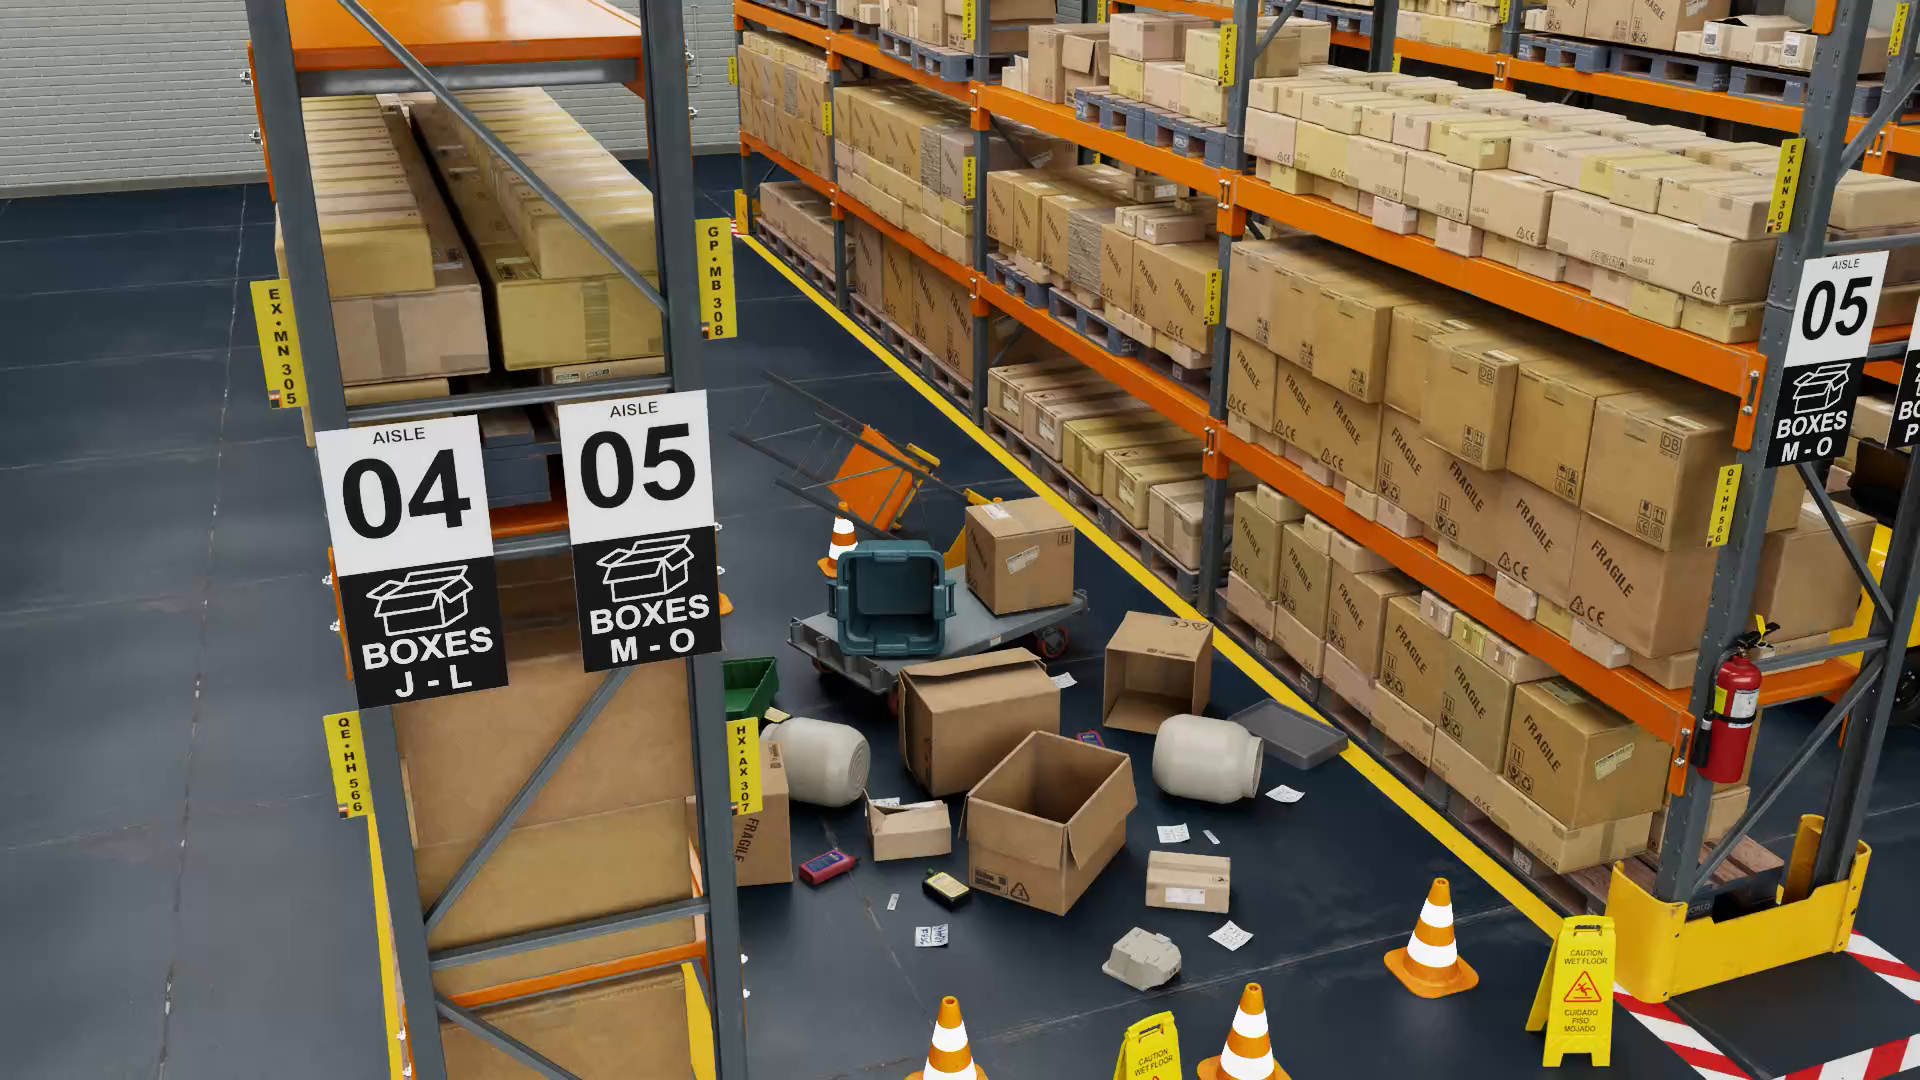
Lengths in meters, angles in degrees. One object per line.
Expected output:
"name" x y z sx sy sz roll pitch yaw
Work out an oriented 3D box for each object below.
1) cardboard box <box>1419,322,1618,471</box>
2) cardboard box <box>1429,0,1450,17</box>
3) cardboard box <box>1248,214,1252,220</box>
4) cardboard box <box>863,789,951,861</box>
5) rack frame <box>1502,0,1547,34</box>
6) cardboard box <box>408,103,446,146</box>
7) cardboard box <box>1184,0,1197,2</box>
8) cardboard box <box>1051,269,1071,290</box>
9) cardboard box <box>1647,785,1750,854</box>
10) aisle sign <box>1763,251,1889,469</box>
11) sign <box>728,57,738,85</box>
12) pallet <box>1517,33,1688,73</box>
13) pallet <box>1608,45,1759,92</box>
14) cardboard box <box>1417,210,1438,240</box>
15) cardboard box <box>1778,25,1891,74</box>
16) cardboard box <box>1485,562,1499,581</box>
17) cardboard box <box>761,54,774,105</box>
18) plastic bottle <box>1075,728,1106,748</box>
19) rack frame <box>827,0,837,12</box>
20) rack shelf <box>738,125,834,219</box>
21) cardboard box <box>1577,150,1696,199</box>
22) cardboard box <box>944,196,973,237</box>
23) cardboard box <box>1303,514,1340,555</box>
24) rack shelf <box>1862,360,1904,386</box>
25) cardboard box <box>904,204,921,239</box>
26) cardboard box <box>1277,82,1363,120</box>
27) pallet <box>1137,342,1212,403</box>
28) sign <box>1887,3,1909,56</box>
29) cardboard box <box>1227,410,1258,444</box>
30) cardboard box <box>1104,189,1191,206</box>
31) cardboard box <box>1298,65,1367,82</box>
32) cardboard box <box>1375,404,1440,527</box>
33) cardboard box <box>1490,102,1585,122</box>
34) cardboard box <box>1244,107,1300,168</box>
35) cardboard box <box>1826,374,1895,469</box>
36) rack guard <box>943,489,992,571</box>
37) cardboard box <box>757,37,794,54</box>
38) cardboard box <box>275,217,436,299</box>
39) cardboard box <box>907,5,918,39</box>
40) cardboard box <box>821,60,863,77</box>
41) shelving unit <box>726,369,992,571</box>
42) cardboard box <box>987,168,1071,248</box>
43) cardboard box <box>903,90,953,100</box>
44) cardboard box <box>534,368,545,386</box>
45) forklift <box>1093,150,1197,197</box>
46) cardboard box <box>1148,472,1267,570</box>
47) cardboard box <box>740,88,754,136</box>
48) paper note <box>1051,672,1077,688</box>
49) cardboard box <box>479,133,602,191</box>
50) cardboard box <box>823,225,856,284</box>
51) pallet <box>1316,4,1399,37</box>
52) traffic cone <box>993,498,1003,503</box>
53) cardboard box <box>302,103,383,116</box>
"cardboard box" 2.586 -0.674 7.688 0.700 0.500 0.500 -9 24 -20
"cardboard box" 4.614 -4.980 15.522 0.380 0.149 0.250 -8 24 -19
"cardboard box" 3.656 -3.871 20.201 0.380 0.149 0.250 -9 24 -20
"cardboard box" -0.259 1.376 8.143 0.396 0.266 0.258 -4 23 -10
"rack frame" 5.235 -5.872 14.095 1.000 3.000 0.127 -8 24 -19
"cardboard box" -2.175 -1.802 7.442 0.500 0.250 0.500 -9 24 -20
"cardboard box" 2.847 -6.473 19.706 0.380 0.149 0.250 -8 24 -18
"cardboard box" 0.892 -1.966 12.336 0.380 0.149 0.250 -7 24 -16
"cardboard box" 3.393 1.224 7.983 0.500 0.250 0.500 -9 24 -19
"aisle sign" 3.169 -0.654 6.092 0.394 0.787 0.004 -8 24 -19
"sign" -2.755 -5.693 20.179 0.100 0.325 0.005 -8 24 -19
"pallet" 5.558 -4.168 14.159 1.213 0.211 1.003 -7 24 -17
"pallet" 5.956 -3.762 13.196 1.003 0.211 1.213 -7 24 -17
"cardboard box" 2.431 -1.530 7.979 0.380 0.149 0.250 -8 24 -19
"cardboard box" 6.164 -3.464 11.691 0.500 0.311 0.500 -9 25 -21
"cardboard box" 2.745 0.116 7.935 0.380 0.149 0.250 -8 24 -18
"cardboard box" -1.952 -5.252 18.934 0.500 0.500 0.500 -9 24 -19
"plastic bottle" 0.707 1.109 9.041 0.133 0.061 0.283 -4 23 -10
"rack frame" -0.820 -6.643 15.925 1.000 3.000 0.127 -8 24 -19
"rack shelf" -1.527 -4.274 18.954 1.077 0.370 4.000 -8 24 -19
"cardboard box" 2.819 -1.523 6.936 0.380 0.149 0.250 -8 24 -19
"cardboard box" 0.184 -2.727 13.908 0.500 0.250 0.500 -8 24 -19
"cardboard box" 2.133 -0.051 9.208 0.380 0.149 0.250 -7 24 -17
"rack shelf" 7.355 -0.596 10.228 1.077 0.370 4.000 -8 24 -19
"cardboard box" -0.187 -2.873 14.897 0.500 0.250 0.500 -9 24 -20
"cardboard box" 1.931 -2.356 8.912 0.380 0.149 0.250 -8 24 -17
"pallet" 1.872 -1.181 10.937 1.003 0.211 1.213 -8 24 -19
"sign" 6.144 -3.342 10.883 0.100 0.325 0.005 -8 24 -19
"cardboard box" 1.817 -0.697 9.866 0.380 0.149 0.250 -8 24 -19
"cardboard box" 1.386 -2.305 12.304 0.500 0.500 0.500 -10 25 -23
"cardboard box" 2.174 -2.746 10.192 0.500 0.250 0.500 -9 24 -20
"cardboard box" 2.462 -0.412 8.355 0.500 0.500 0.500 -8 24 -18
"cardboard box" 2.843 -2.058 8.206 0.380 0.149 0.250 -8 24 -18
"cardboard box" 1.905 -2.224 9.113 0.500 0.250 0.500 -9 24 -20
"cardboard box" 6.453 -0.941 12.638 0.875 0.625 0.625 -7 24 -17
"rack guard" 0.002 -0.029 10.995 0.250 0.587 0.087 28 7 -32
"cardboard box" -2.113 -5.682 19.117 0.380 0.149 0.250 -9 25 -21
"cardboard box" -1.613 -0.752 4.437 0.380 0.149 0.250 -8 24 -18
"cardboard box" -0.221 -4.391 14.077 0.396 0.266 0.258 -9 24 -20
"cardboard box" -1.219 -4.863 17.175 0.380 0.149 0.250 -8 24 -18
"shelving unit" -0.669 -0.453 11.089 1.500 0.587 1.083 28 7 -32
"cardboard box" 0.535 -2.606 13.019 0.500 0.500 0.500 -9 24 -20
"cardboard box" -0.238 -4.070 16.129 0.500 0.500 0.500 -8 24 -18
"cardboard box" -1.088 -0.569 5.031 0.380 0.149 0.250 -8 24 -18
"forklift" 1.753 -2.983 15.054 1.130 2.935 3.031 -8 24 -19
"cardboard box" 1.818 -0.144 11.073 0.950 0.372 0.625 -8 24 -18
"cardboard box" -2.332 -5.164 20.011 0.500 0.500 0.500 -9 24 -19
"paper note" 0.597 0.823 9.757 0.148 0.019 0.142 -8 24 -19
"cardboard box" -1.445 -1.303 5.744 0.380 0.149 0.250 -9 24 -20
"cardboard box" -0.942 -3.134 18.082 0.875 0.438 0.875 -9 24 -20
"pallet" 4.356 -5.233 16.685 1.213 0.211 1.003 -8 24 -19
"traffic cone" 0.258 -0.061 11.299 0.336 0.463 0.334 -8 24 -19
"cardboard box" -2.417 -1.580 6.402 0.380 0.149 0.250 -8 24 -18
